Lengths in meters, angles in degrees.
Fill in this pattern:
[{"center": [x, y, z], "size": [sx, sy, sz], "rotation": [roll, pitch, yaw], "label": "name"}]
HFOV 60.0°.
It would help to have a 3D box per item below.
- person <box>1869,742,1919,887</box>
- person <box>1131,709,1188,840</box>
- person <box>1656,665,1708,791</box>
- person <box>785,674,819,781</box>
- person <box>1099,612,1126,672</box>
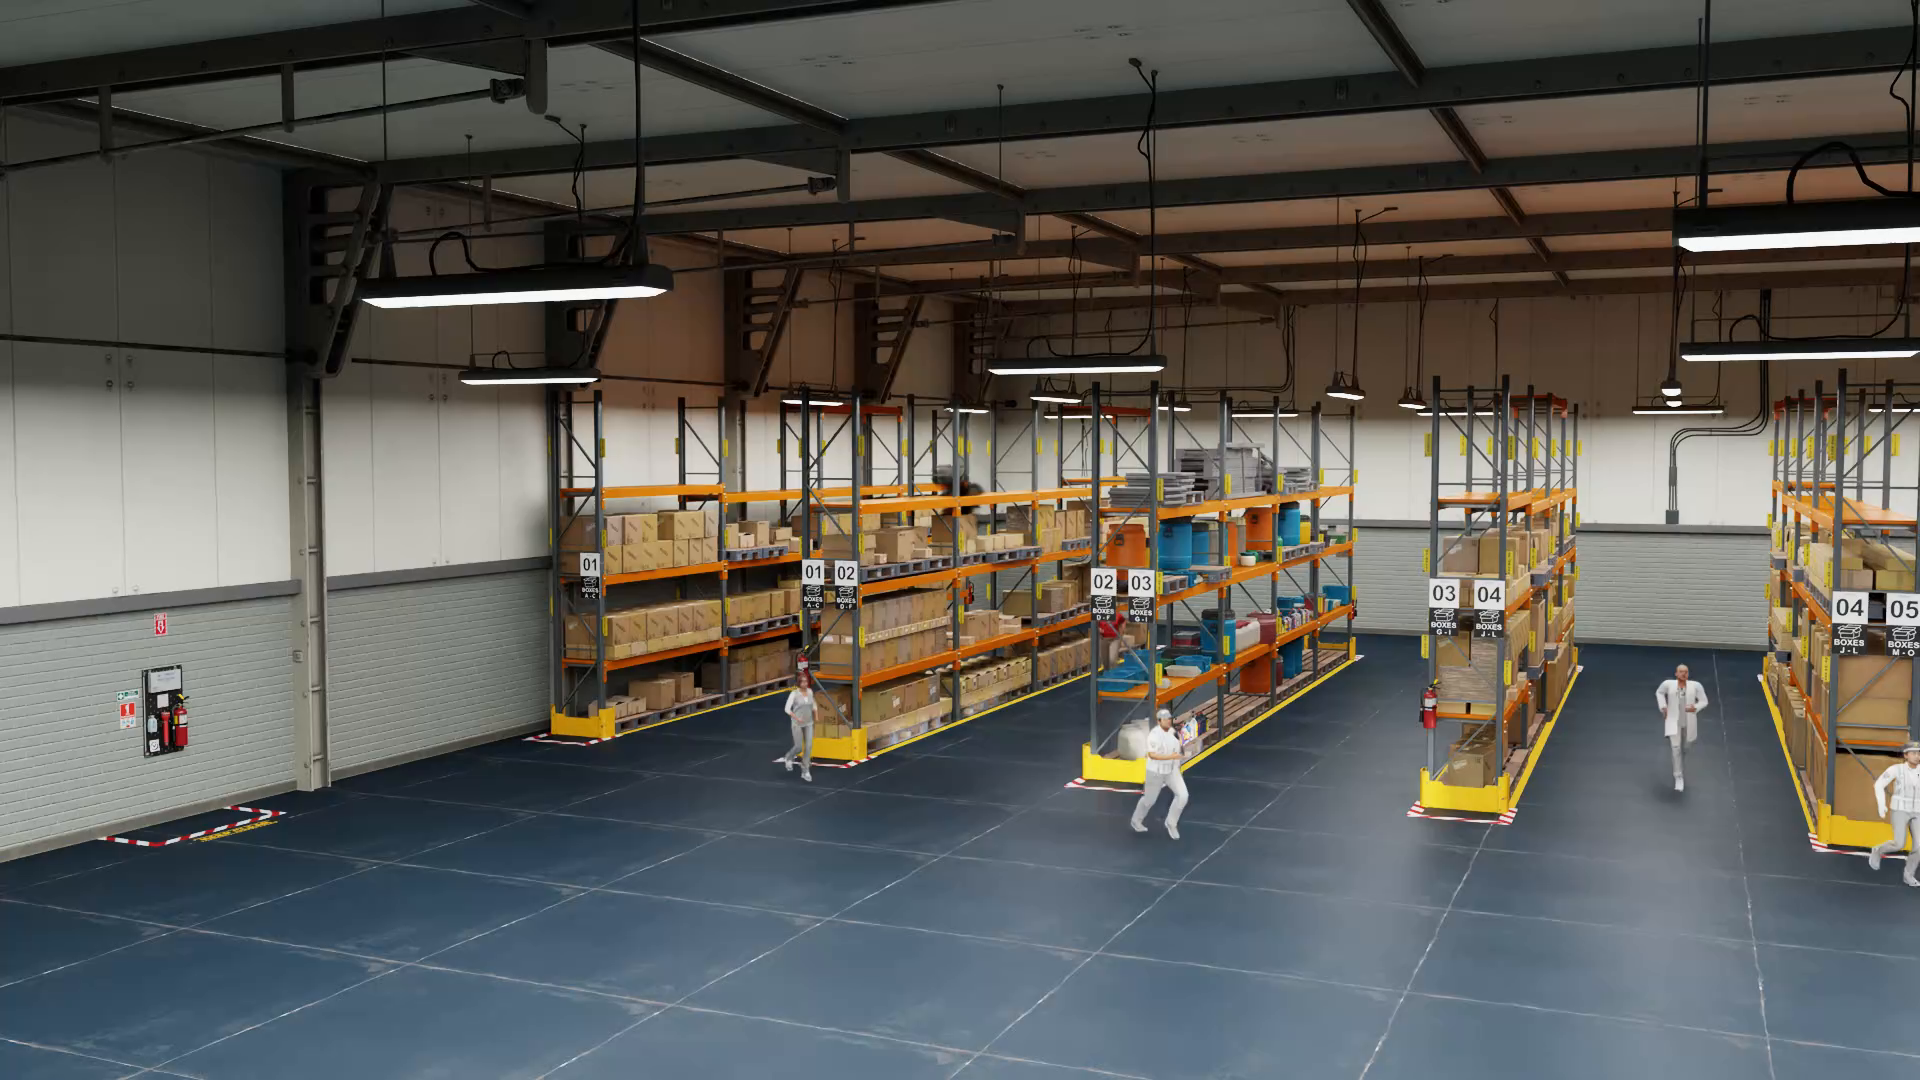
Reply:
[{"center": [10.943, 3.134, 19.180], "size": [0.678, 1.650, 0.561], "rotation": [0, 3, 2], "label": "person"}, {"center": [2.599, 2.997, 21.350], "size": [0.610, 1.687, 0.857], "rotation": [-2, 4, -35], "label": "person"}, {"center": [10.775, 2.751, 24.809], "size": [0.669, 1.803, 1.203], "rotation": [1, 3, 11], "label": "person"}, {"center": [-2.410, 2.824, 25.259], "size": [0.567, 1.594, 0.691], "rotation": [-2, 4, -31], "label": "person"}, {"center": [2.940, 2.082, 32.969], "size": [0.642, 1.798, 0.794], "rotation": [1, 3, 13], "label": "person"}]
